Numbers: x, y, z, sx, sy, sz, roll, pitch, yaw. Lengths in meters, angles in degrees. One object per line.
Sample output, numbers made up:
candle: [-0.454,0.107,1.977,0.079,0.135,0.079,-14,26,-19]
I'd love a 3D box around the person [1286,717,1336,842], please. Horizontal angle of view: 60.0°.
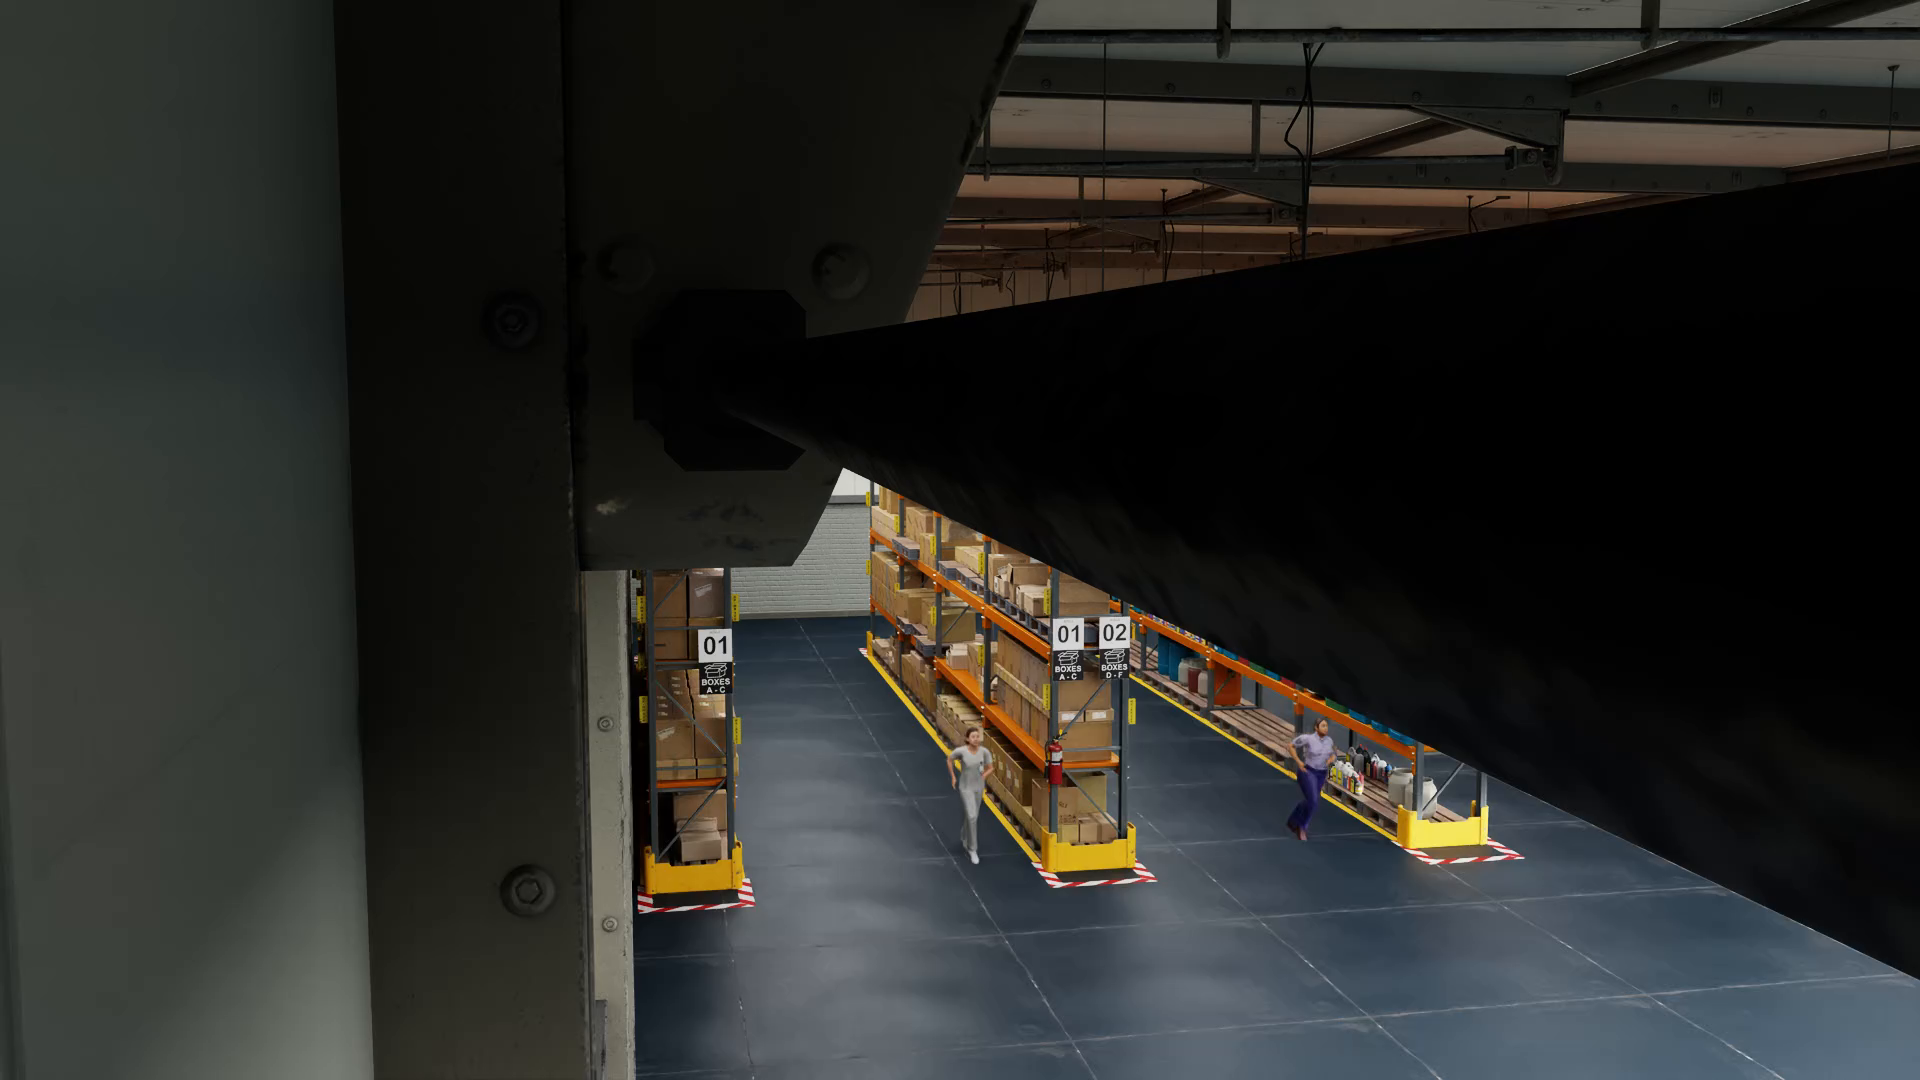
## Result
person: [4.738,3.210,22.401,0.627,1.679,0.651,-4,7,-31]

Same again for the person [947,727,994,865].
person: [0.156,3.249,21.471,0.550,1.711,0.775,-2,6,-21]
